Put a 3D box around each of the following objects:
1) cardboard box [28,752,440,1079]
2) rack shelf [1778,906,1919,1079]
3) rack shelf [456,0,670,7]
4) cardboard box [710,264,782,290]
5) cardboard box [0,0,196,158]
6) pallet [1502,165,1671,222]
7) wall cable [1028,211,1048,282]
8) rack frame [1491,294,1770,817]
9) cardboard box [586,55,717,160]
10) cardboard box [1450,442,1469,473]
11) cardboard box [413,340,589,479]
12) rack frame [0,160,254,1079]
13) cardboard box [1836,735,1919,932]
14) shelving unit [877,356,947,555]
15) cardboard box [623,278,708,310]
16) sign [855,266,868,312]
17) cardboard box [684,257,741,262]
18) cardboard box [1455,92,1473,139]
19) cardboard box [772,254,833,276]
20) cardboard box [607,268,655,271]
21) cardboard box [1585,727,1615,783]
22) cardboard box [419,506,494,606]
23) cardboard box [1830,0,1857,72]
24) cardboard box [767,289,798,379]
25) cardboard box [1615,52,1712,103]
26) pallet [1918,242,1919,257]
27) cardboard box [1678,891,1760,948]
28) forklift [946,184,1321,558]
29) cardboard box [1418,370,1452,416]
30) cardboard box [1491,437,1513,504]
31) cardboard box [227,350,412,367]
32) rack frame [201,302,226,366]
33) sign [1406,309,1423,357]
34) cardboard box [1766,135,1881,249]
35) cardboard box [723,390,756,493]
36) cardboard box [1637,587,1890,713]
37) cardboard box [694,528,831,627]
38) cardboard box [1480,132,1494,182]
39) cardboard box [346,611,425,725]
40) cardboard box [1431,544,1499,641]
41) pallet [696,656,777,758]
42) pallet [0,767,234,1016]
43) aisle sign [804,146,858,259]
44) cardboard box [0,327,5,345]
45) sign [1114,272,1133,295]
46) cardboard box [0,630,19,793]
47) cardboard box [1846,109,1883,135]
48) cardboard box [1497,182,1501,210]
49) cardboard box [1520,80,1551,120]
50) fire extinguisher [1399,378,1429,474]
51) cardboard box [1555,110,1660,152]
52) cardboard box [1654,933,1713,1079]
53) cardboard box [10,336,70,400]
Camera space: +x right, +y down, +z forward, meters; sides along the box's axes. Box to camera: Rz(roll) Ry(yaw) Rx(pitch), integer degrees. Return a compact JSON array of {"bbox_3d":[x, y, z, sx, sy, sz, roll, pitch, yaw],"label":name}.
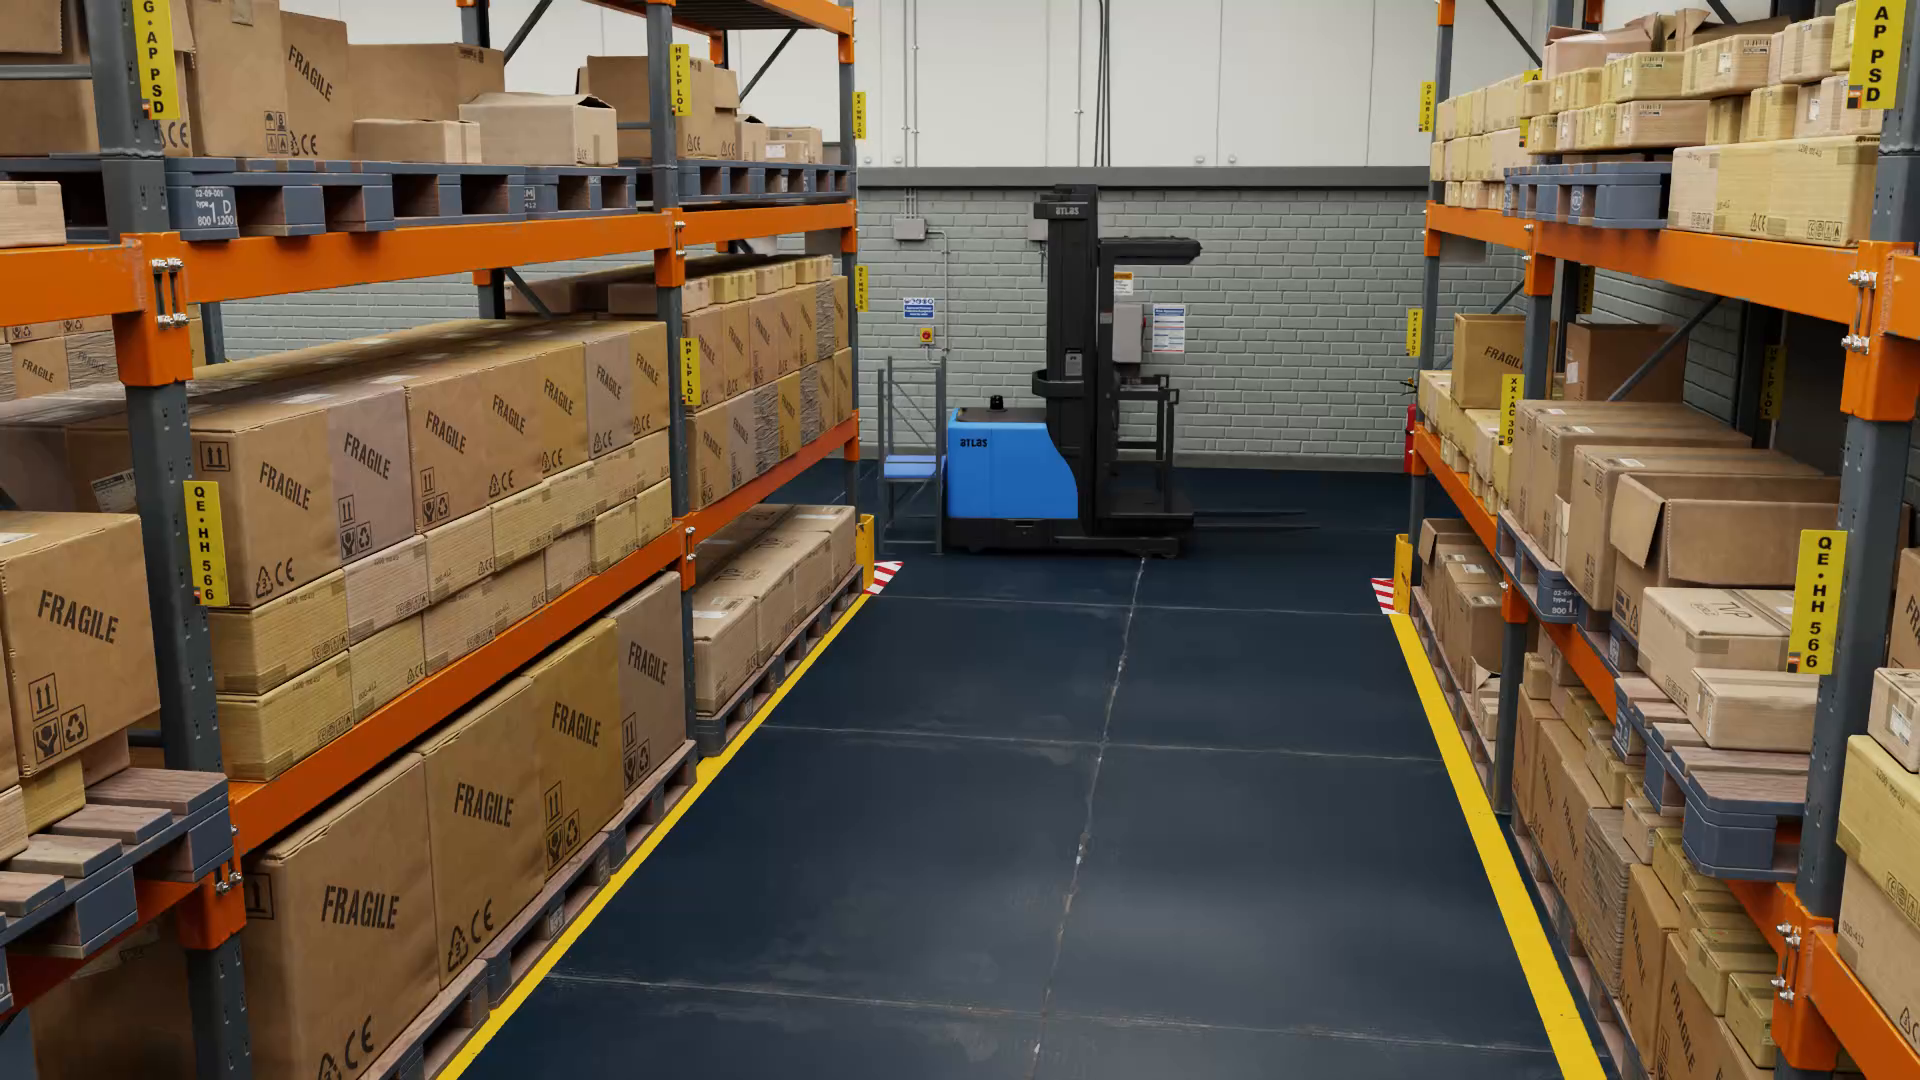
[{"bbox_3d":[-2.286,1.214,5.287,0.875,0.875,0.875,2,12,8],"label":"cardboard box"},{"bbox_3d":[2.123,1.450,1.854,1.077,0.370,4.000,2,12,9],"label":"rack shelf"},{"bbox_3d":[-2.167,-2.280,5.870,1.077,0.370,4.000,2,12,9],"label":"rack shelf"},{"bbox_3d":[-1.302,-1.596,10.127,0.380,0.149,0.250,2,12,10],"label":"cardboard box"},{"bbox_3d":[-2.565,-1.284,4.468,0.797,0.503,0.637,1,12,5],"label":"cardboard box"},{"bbox_3d":[2.876,-1.392,6.658,1.213,0.211,1.003,2,12,9],"label":"pallet"},{"bbox_3d":[1.003,-2.771,17.321,0.588,1.984,0.122,2,12,9],"label":"wall cable"},{"bbox_3d":[3.046,-0.151,7.573,1.000,3.000,0.127,2,12,9],"label":"rack frame"},{"bbox_3d":[-1.561,-2.196,8.471,0.500,0.500,0.500,2,12,10],"label":"cardboard box"},{"bbox_3d":[3.072,-0.479,9.693,0.380,0.149,0.250,2,12,10],"label":"cardboard box"},{"bbox_3d":[-1.849,-0.535,6.743,0.500,0.500,0.500,2,12,10],"label":"cardboard box"},{"bbox_3d":[-2.474,0.522,4.452,1.000,3.000,0.127,2,12,9],"label":"rack frame"},{"bbox_3d":[2.097,0.594,3.285,0.500,0.250,0.500,2,12,9],"label":"cardboard box"},{"bbox_3d":[-0.385,-0.722,13.781,0.538,1.500,1.048,0,12,2],"label":"shelving unit"},{"bbox_3d":[-1.531,-1.277,8.648,0.380,0.149,0.250,2,12,9],"label":"cardboard box"},{"bbox_3d":[-0.710,-1.805,11.938,0.100,0.325,0.005,2,12,9],"label":"sign"},{"bbox_3d":[-1.695,-1.826,11.197,0.380,0.149,0.250,2,12,10],"label":"cardboard box"},{"bbox_3d":[3.184,-2.472,9.686,0.500,0.250,0.500,2,12,8],"label":"cardboard box"},{"bbox_3d":[-1.101,-1.917,11.619,0.380,0.149,0.250,2,12,9],"label":"cardboard box"},{"bbox_3d":[-1.867,-1.504,9.703,0.380,0.149,0.250,2,12,7],"label":"cardboard box"},{"bbox_3d":[2.630,0.837,6.386,0.380,0.149,0.250,2,12,9],"label":"cardboard box"},{"bbox_3d":[-1.983,0.042,5.846,0.500,0.250,0.500,2,12,8],"label":"cardboard box"},{"bbox_3d":[2.192,-1.133,3.713,0.380,0.149,0.250,2,12,10],"label":"cardboard box"},{"bbox_3d":[-1.293,-1.256,10.091,0.500,0.500,0.500,2,12,8],"label":"cardboard box"},{"bbox_3d":[2.388,-1.524,5.479,0.380,0.149,0.250,2,12,9],"label":"cardboard box"},{"bbox_3d":[2.415,-0.548,2.745,1.213,0.211,1.003,2,12,11],"label":"pallet"},{"bbox_3d":[2.352,1.159,4.892,0.380,0.149,0.250,1,12,7],"label":"cardboard box"},{"bbox_3d":[1.416,-1.403,13.547,3.031,2.935,1.130,1,12,2],"label":"forklift"},{"bbox_3d":[3.325,-0.970,11.024,0.500,0.250,0.500,2,12,9],"label":"cardboard box"},{"bbox_3d":[2.883,-0.337,8.086,0.500,0.250,0.500,2,12,10],"label":"cardboard box"},{"bbox_3d":[-2.415,-0.447,6.338,0.500,0.500,0.500,2,12,8],"label":"cardboard box"},{"bbox_3d":[-6.151,-1.283,12.826,1.000,3.000,0.127,2,12,9],"label":"rack frame"},{"bbox_3d":[3.125,-1.424,11.427,0.100,0.325,0.005,2,12,9],"label":"sign"},{"bbox_3d":[2.270,-0.826,3.942,0.500,0.250,0.500,1,12,7],"label":"cardboard box"},{"bbox_3d":[-1.447,-0.554,9.205,0.500,0.500,0.500,2,12,9],"label":"cardboard box"},{"bbox_3d":[2.273,0.320,4.749,0.500,0.250,0.500,1,12,6],"label":"cardboard box"},{"bbox_3d":[-1.379,0.235,10.868,0.875,0.438,0.875,2,12,10],"label":"cardboard box"},{"bbox_3d":[3.033,-2.013,8.742,0.500,0.250,0.500,2,12,10],"label":"cardboard box"},{"bbox_3d":[-2.089,0.394,5.402,0.500,0.250,0.500,2,12,7],"label":"cardboard box"},{"bbox_3d":[3.304,0.334,10.260,0.700,0.500,0.500,2,12,11],"label":"cardboard box"},{"bbox_3d":[-1.665,0.896,9.333,1.003,0.211,1.213,2,12,9],"label":"pallet"},{"bbox_3d":[-2.479,0.767,3.768,1.213,0.211,1.003,2,12,9],"label":"pallet"},{"bbox_3d":[-0.926,-2.419,11.929,0.394,0.787,0.004,2,12,9],"label":"aisle sign"},{"bbox_3d":[-6.283,-1.432,10.200,0.500,0.500,0.500,2,12,10],"label":"cardboard box"},{"bbox_3d":[1.631,-2.668,17.294,0.339,0.242,0.001,2,12,9],"label":"sign"},{"bbox_3d":[-2.338,0.334,3.384,0.500,0.500,0.500,2,12,8],"label":"cardboard box"},{"bbox_3d":[2.248,-0.988,3.746,0.380,0.149,0.250,2,12,10],"label":"cardboard box"},{"bbox_3d":[3.013,-1.791,8.660,0.380,0.149,0.250,2,12,11],"label":"cardboard box"},{"bbox_3d":[2.567,-1.846,6.975,0.380,0.149,0.250,2,12,10],"label":"cardboard box"},{"bbox_3d":[3.227,-0.809,11.696,0.296,0.674,0.183,2,12,9],"label":"fire extinguisher"},{"bbox_3d":[2.468,-1.541,6.265,0.380,0.149,0.250,2,12,9],"label":"cardboard box"},{"bbox_3d":[2.371,1.500,4.851,0.500,0.500,0.500,2,12,8],"label":"cardboard box"},{"bbox_3d":[-6.205,-1.059,10.844,0.500,0.500,0.500,3,12,11],"label":"cardboard box"}]
